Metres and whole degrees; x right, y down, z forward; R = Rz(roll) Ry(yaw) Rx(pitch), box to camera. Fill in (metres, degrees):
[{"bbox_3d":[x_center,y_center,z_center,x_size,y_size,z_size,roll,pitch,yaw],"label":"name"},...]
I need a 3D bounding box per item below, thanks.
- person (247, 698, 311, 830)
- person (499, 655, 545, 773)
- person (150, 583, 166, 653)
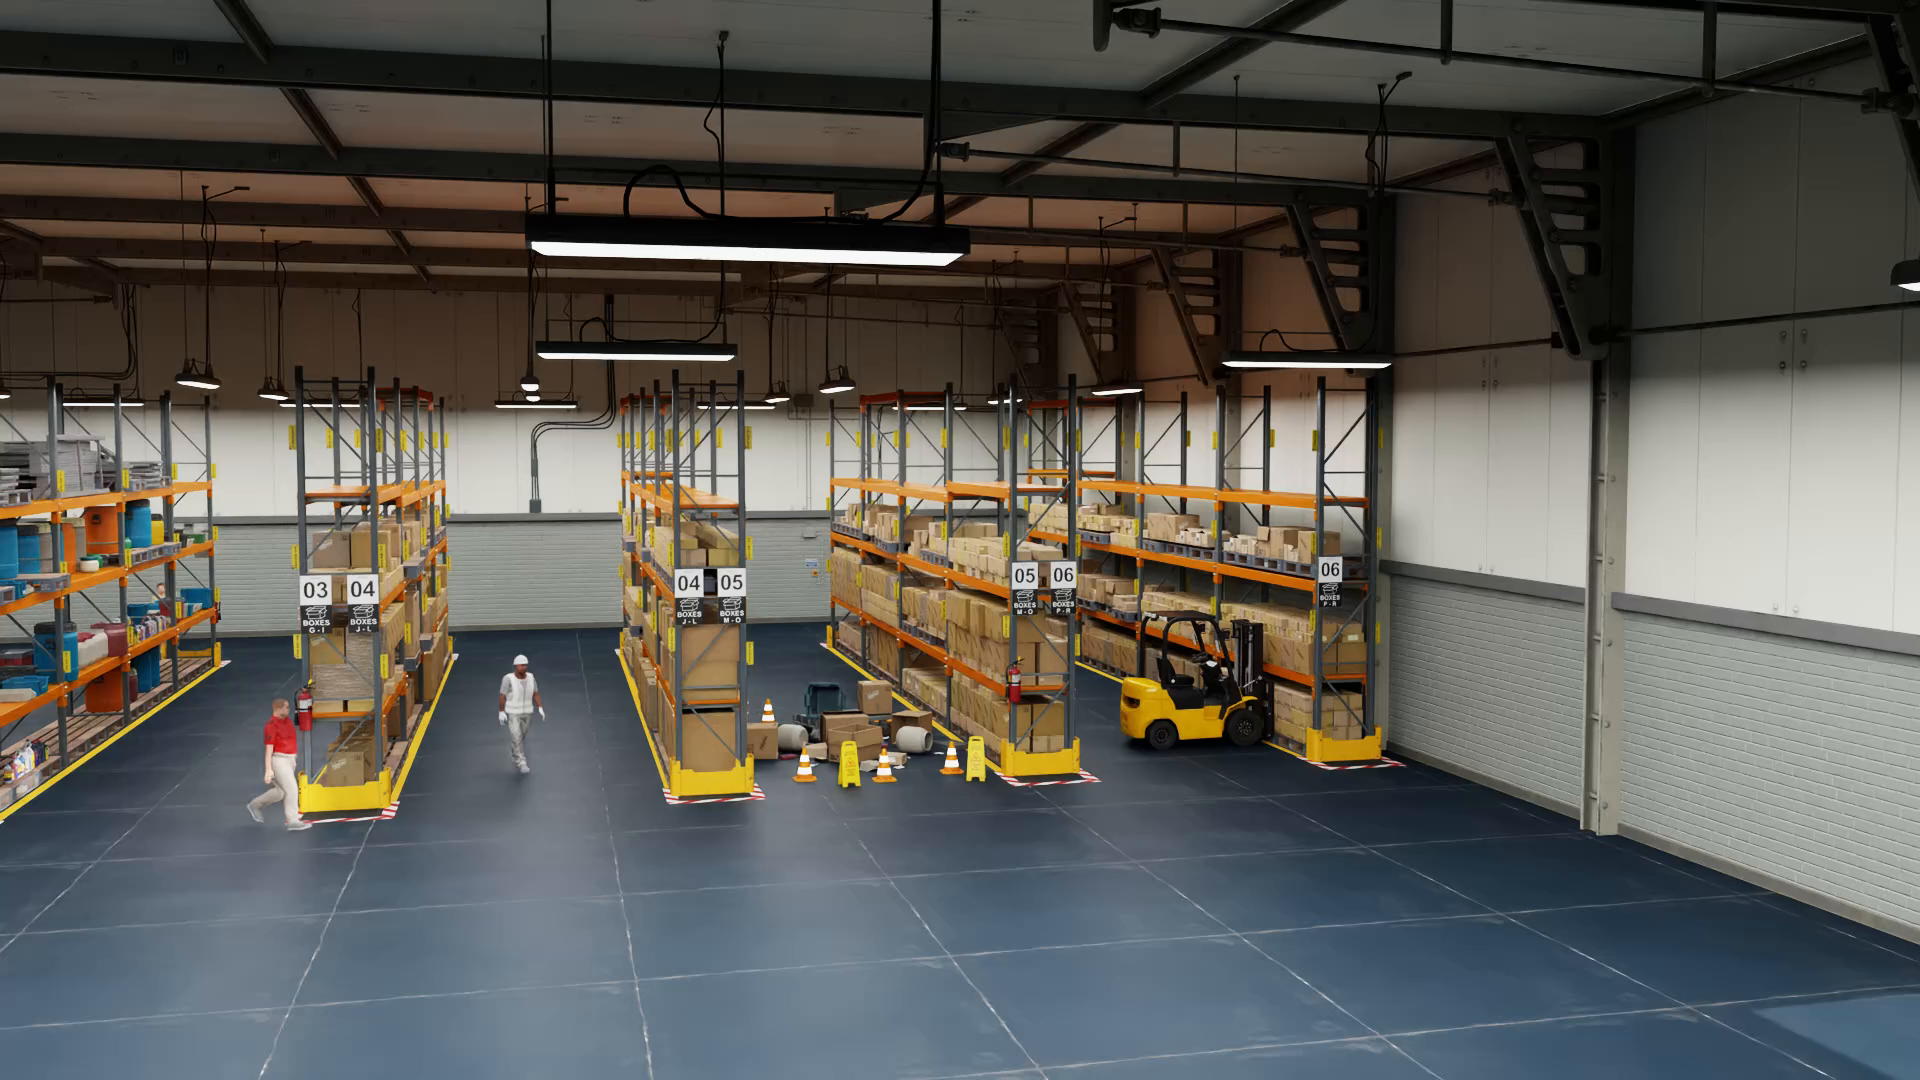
[{"bbox_3d":[-8.795,2.873,21.441,0.978,1.675,0.621,0,3,4],"label":"person"},{"bbox_3d":[-6.647,2.601,25.201,0.618,1.716,1.077,-3,4,-38],"label":"person"},{"bbox_3d":[-18.896,1.824,39.252,0.466,1.613,0.994,0,3,3],"label":"person"}]
